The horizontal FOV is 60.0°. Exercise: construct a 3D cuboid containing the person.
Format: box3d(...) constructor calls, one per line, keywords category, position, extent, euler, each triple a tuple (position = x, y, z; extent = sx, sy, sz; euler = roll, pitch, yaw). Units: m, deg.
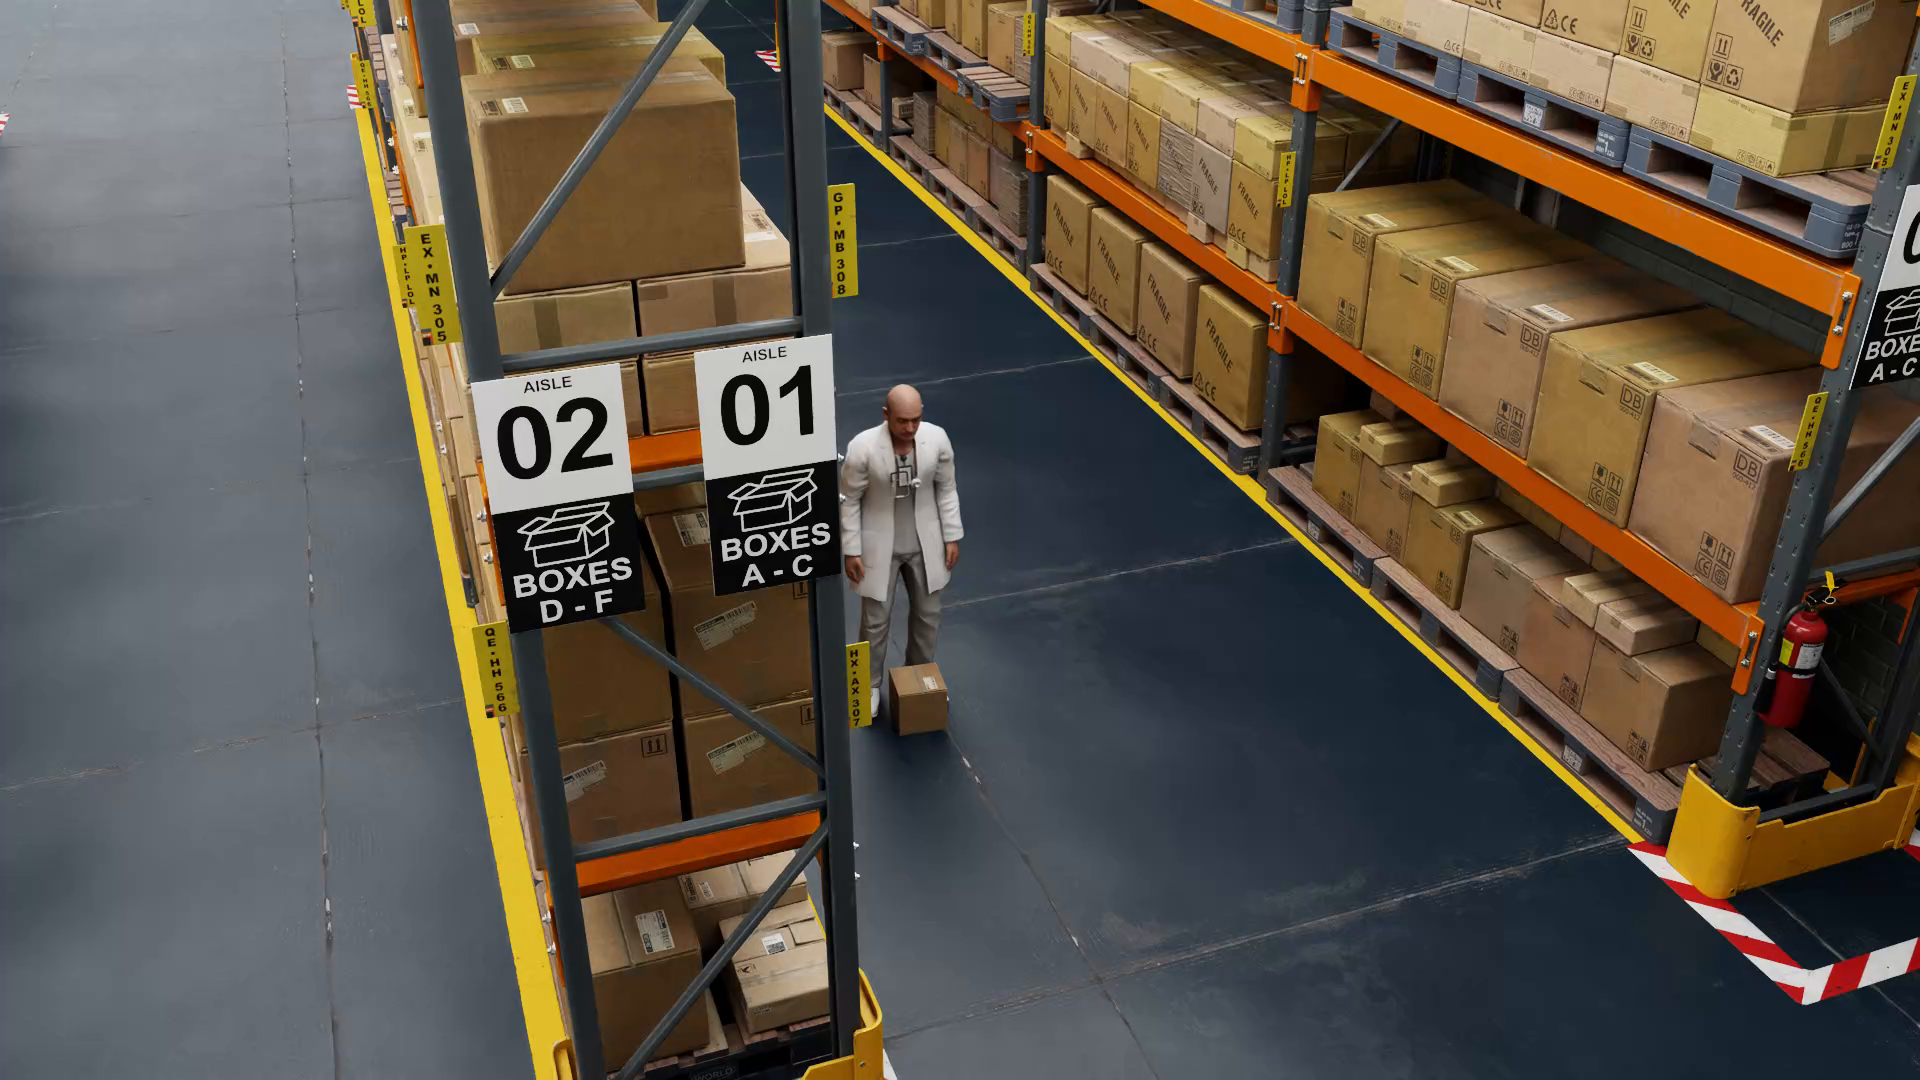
box3d(category="person", position=(-0.296, 0.031, 8.310), extent=(0.644, 1.774, 0.424), euler=(-8, 31, -15))
